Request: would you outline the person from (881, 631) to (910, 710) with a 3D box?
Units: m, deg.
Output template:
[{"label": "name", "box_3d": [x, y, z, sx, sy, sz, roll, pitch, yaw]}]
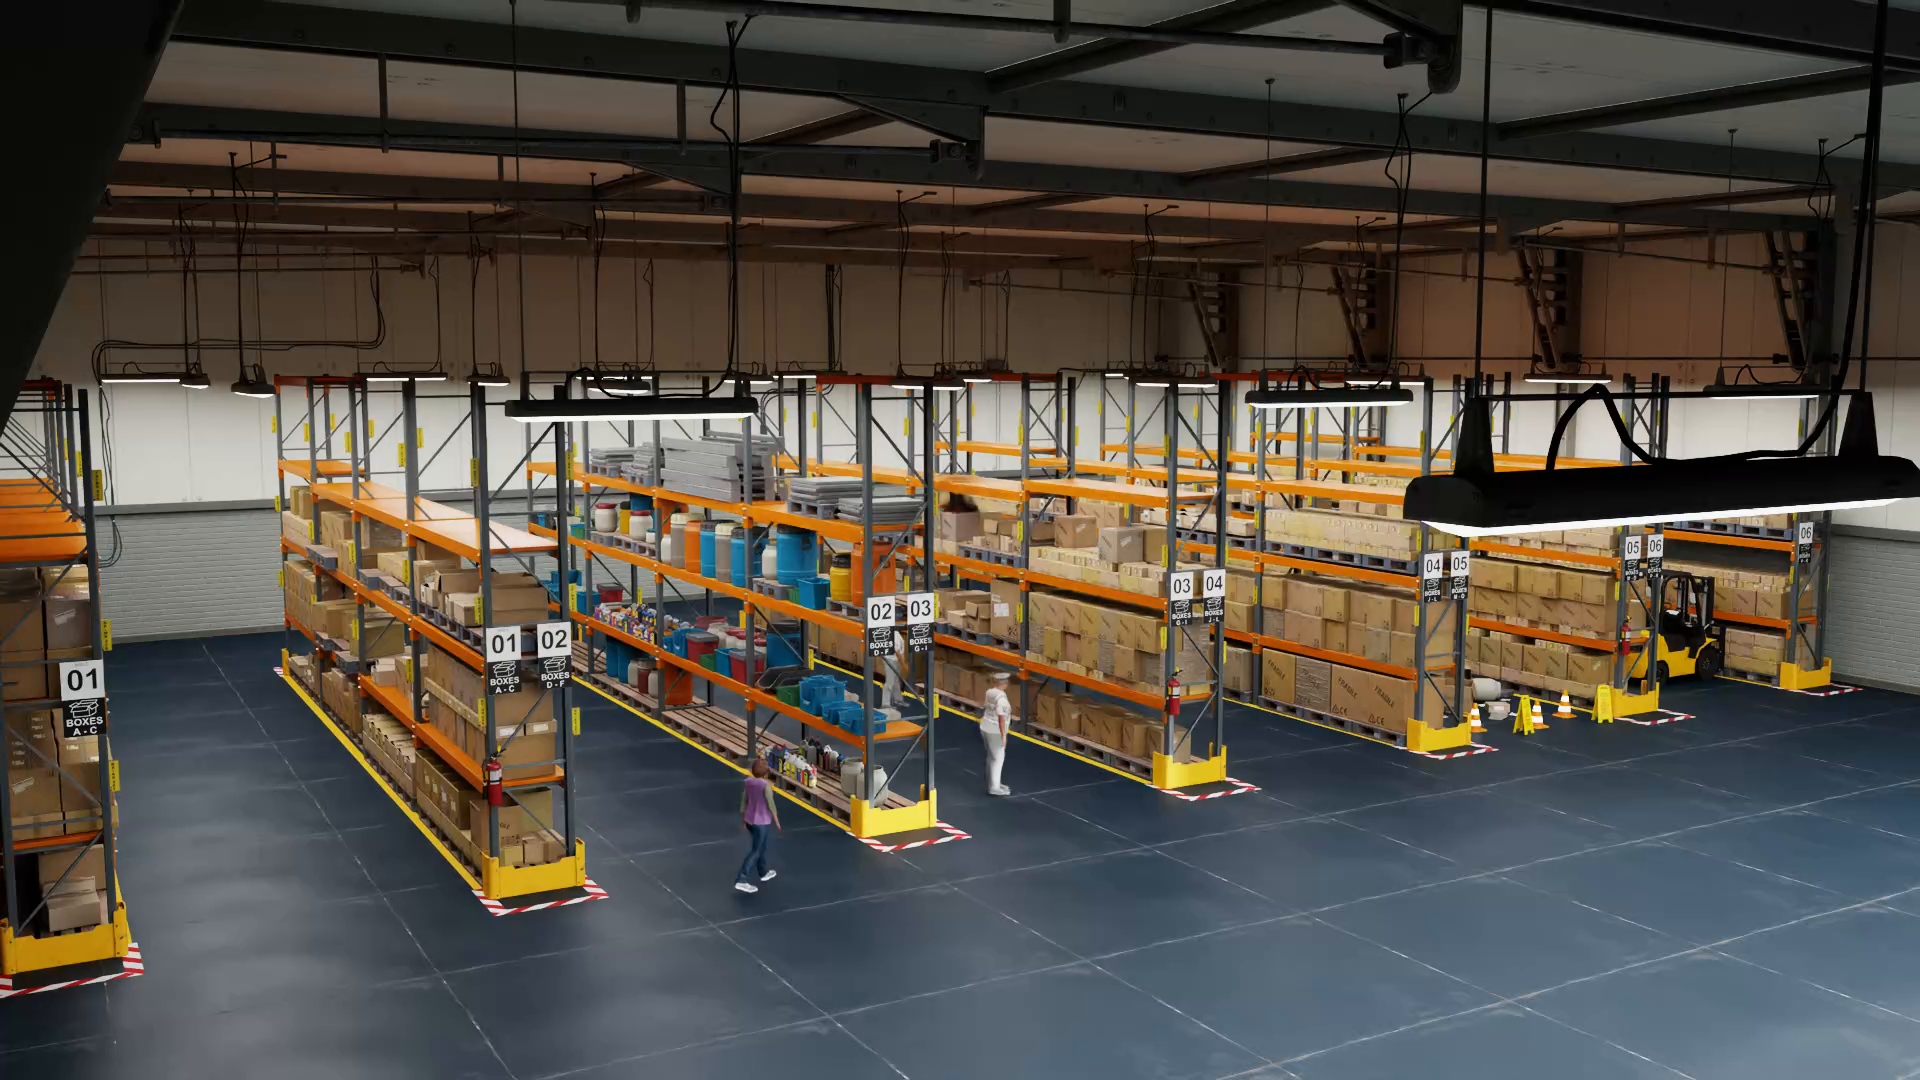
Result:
[{"label": "person", "box_3d": [-1.129, 2.137, 29.016, 0.540, 1.670, 0.639, -1, 6, -6]}]

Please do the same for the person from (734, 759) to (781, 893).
[{"label": "person", "box_3d": [-2.419, 3.377, 19.864, 0.526, 1.562, 0.834, 6, 9, 45]}]

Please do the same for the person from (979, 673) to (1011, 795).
[{"label": "person", "box_3d": [0.523, 2.823, 24.240, 0.426, 1.768, 0.567, -2, 7, -21]}]
